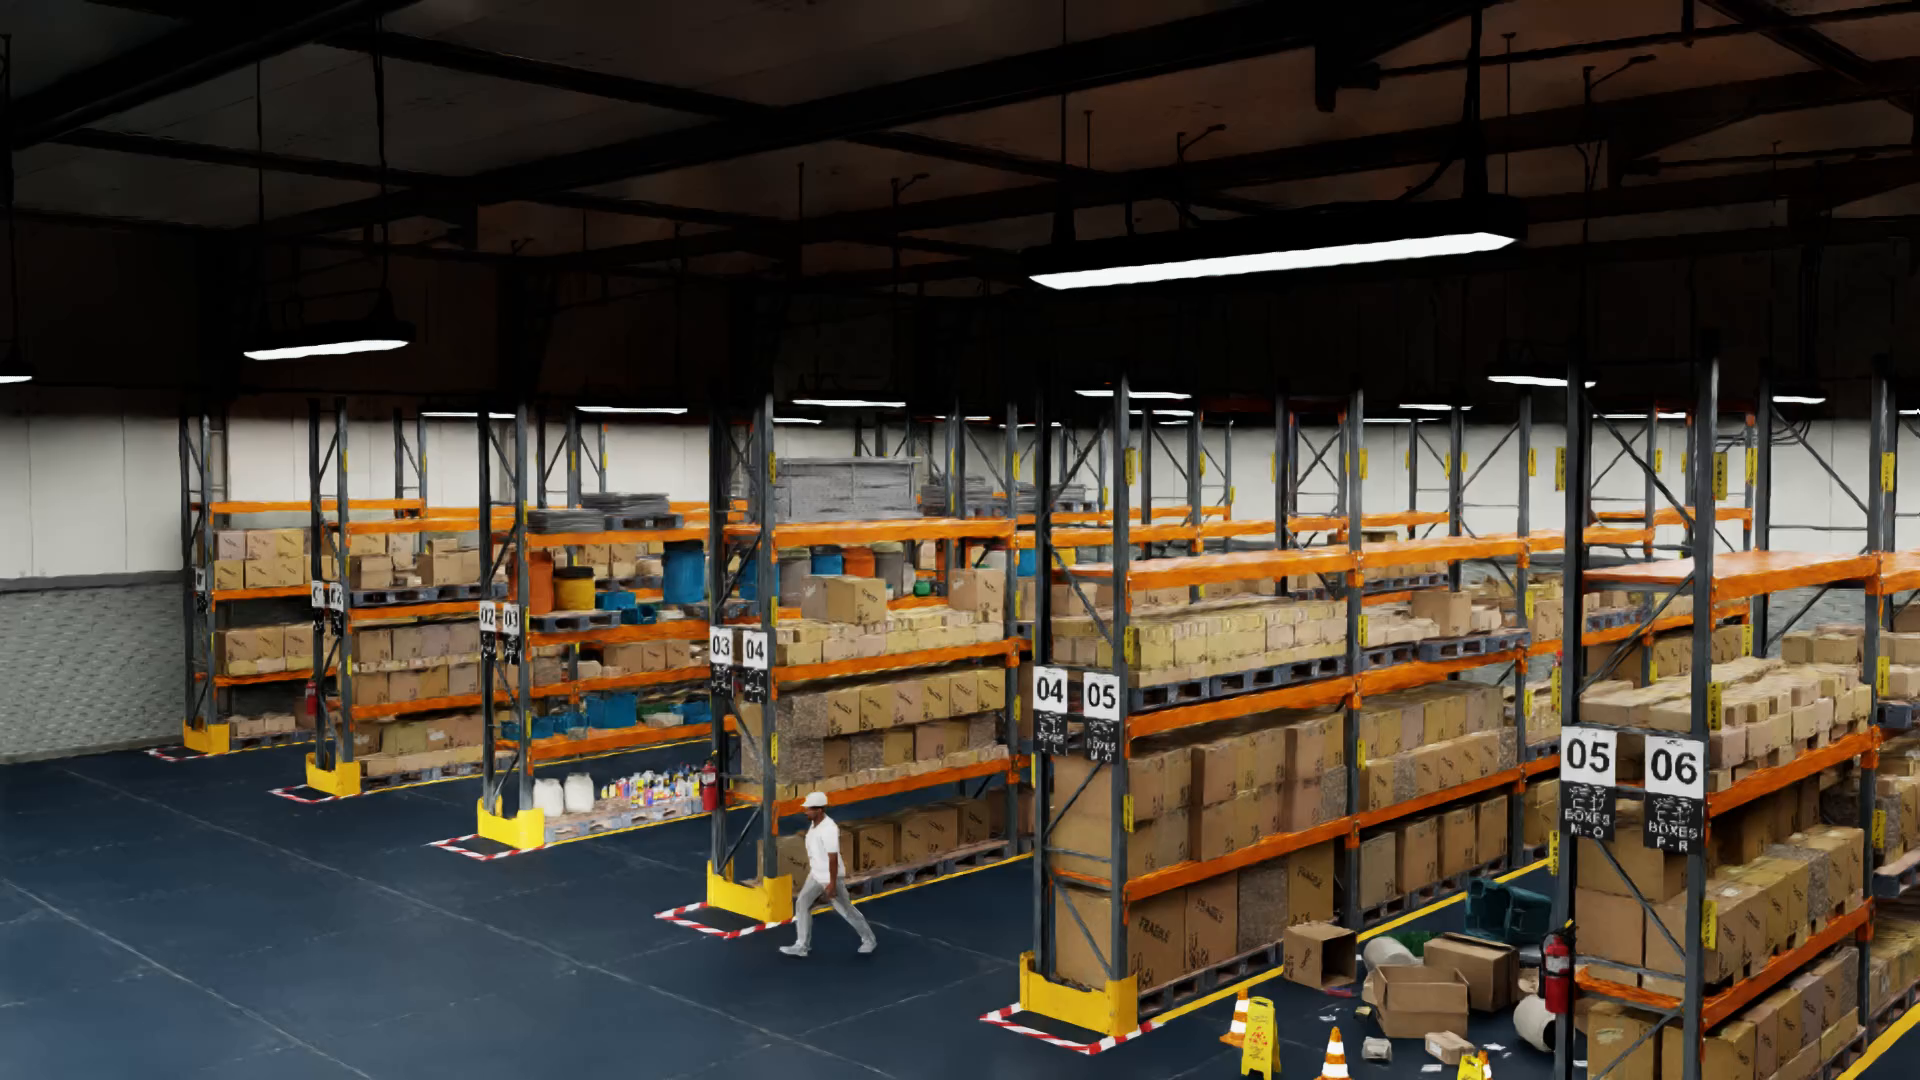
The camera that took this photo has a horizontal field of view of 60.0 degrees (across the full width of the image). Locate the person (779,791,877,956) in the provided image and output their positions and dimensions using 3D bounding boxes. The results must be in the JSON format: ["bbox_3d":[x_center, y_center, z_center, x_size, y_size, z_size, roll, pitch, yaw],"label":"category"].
[{"bbox_3d":[-1.343,3.418,17.022,0.970,1.712,0.616,-1,3,-26],"label":"person"}]

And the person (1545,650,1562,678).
[{"bbox_3d":[10.585,2.764,29.226,0.677,1.742,0.552,3,4,42],"label":"person"}]
